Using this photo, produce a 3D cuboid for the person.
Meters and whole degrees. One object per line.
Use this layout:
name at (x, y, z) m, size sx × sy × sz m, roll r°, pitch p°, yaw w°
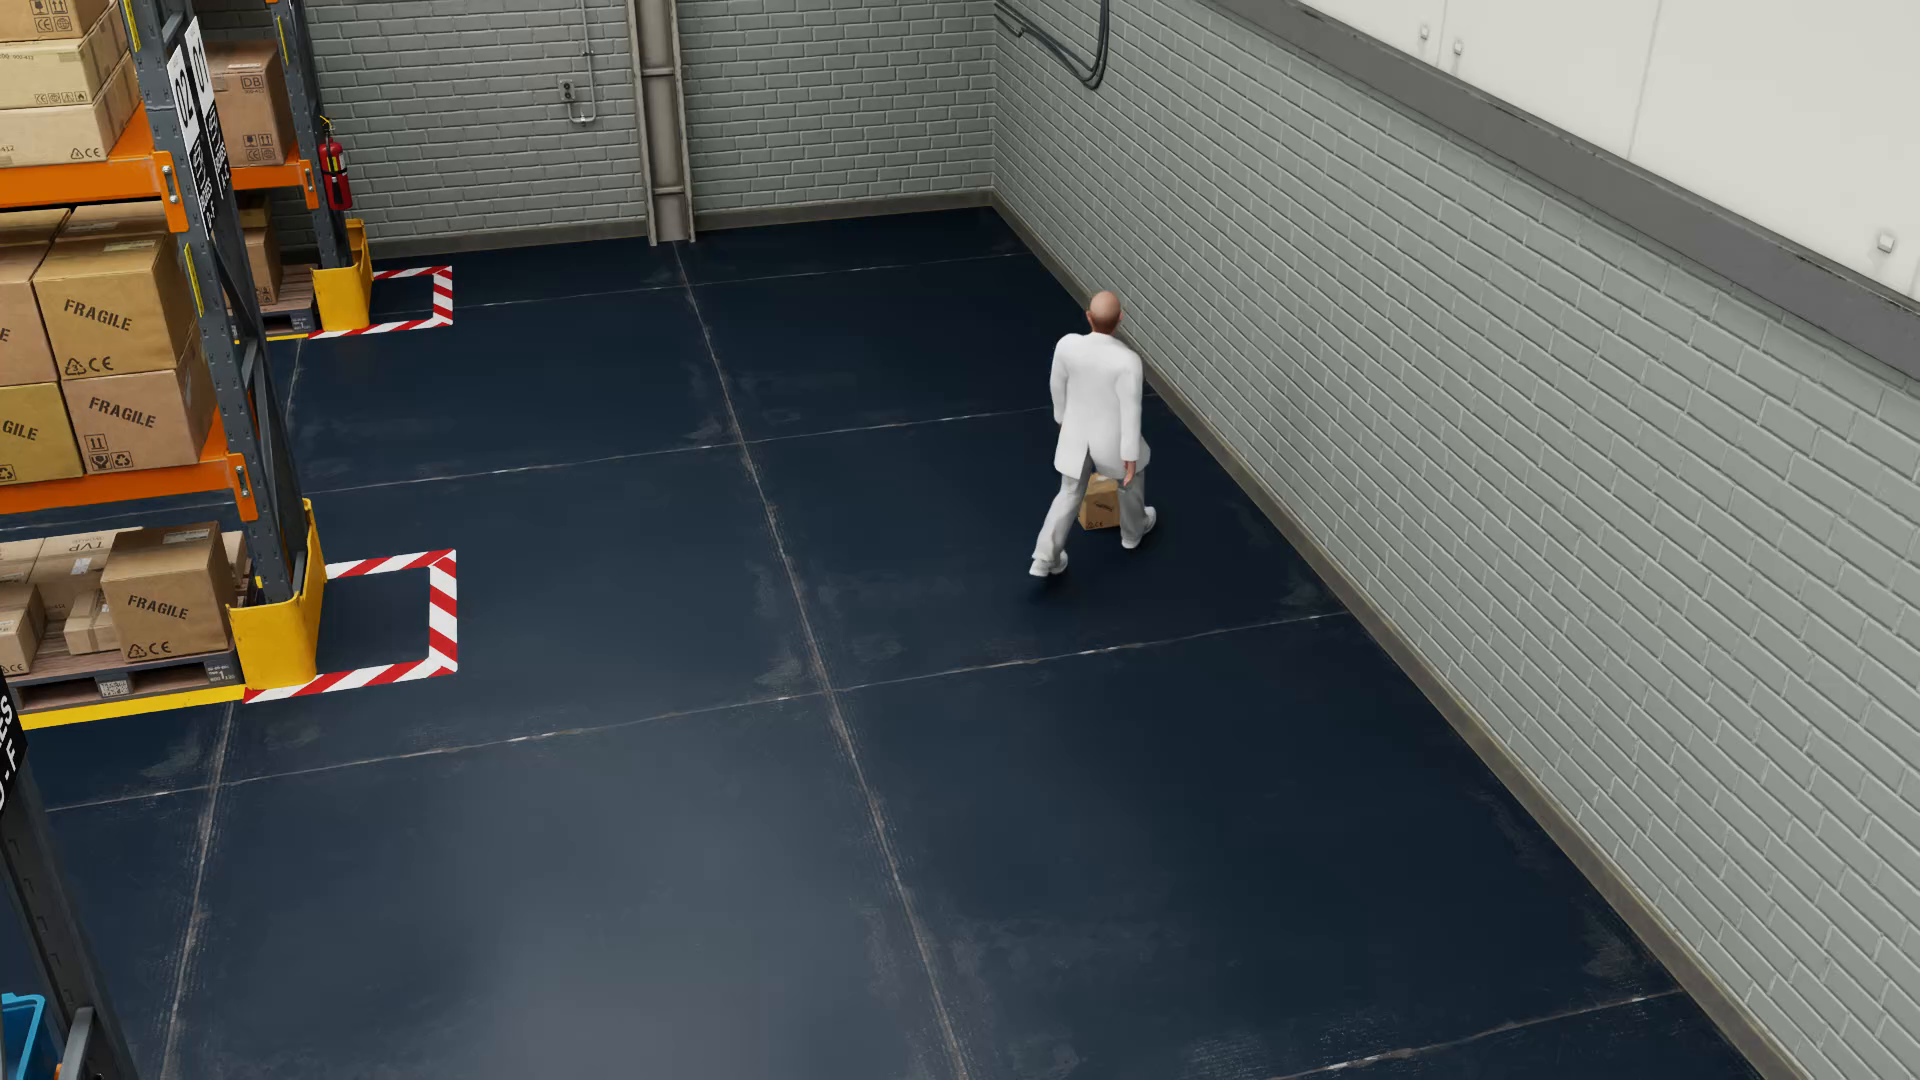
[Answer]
person at (0.810, -0.629, 9.399) m, size 0.613 × 1.720 × 1.120 m, roll 15°, pitch 33°, yaw 24°
